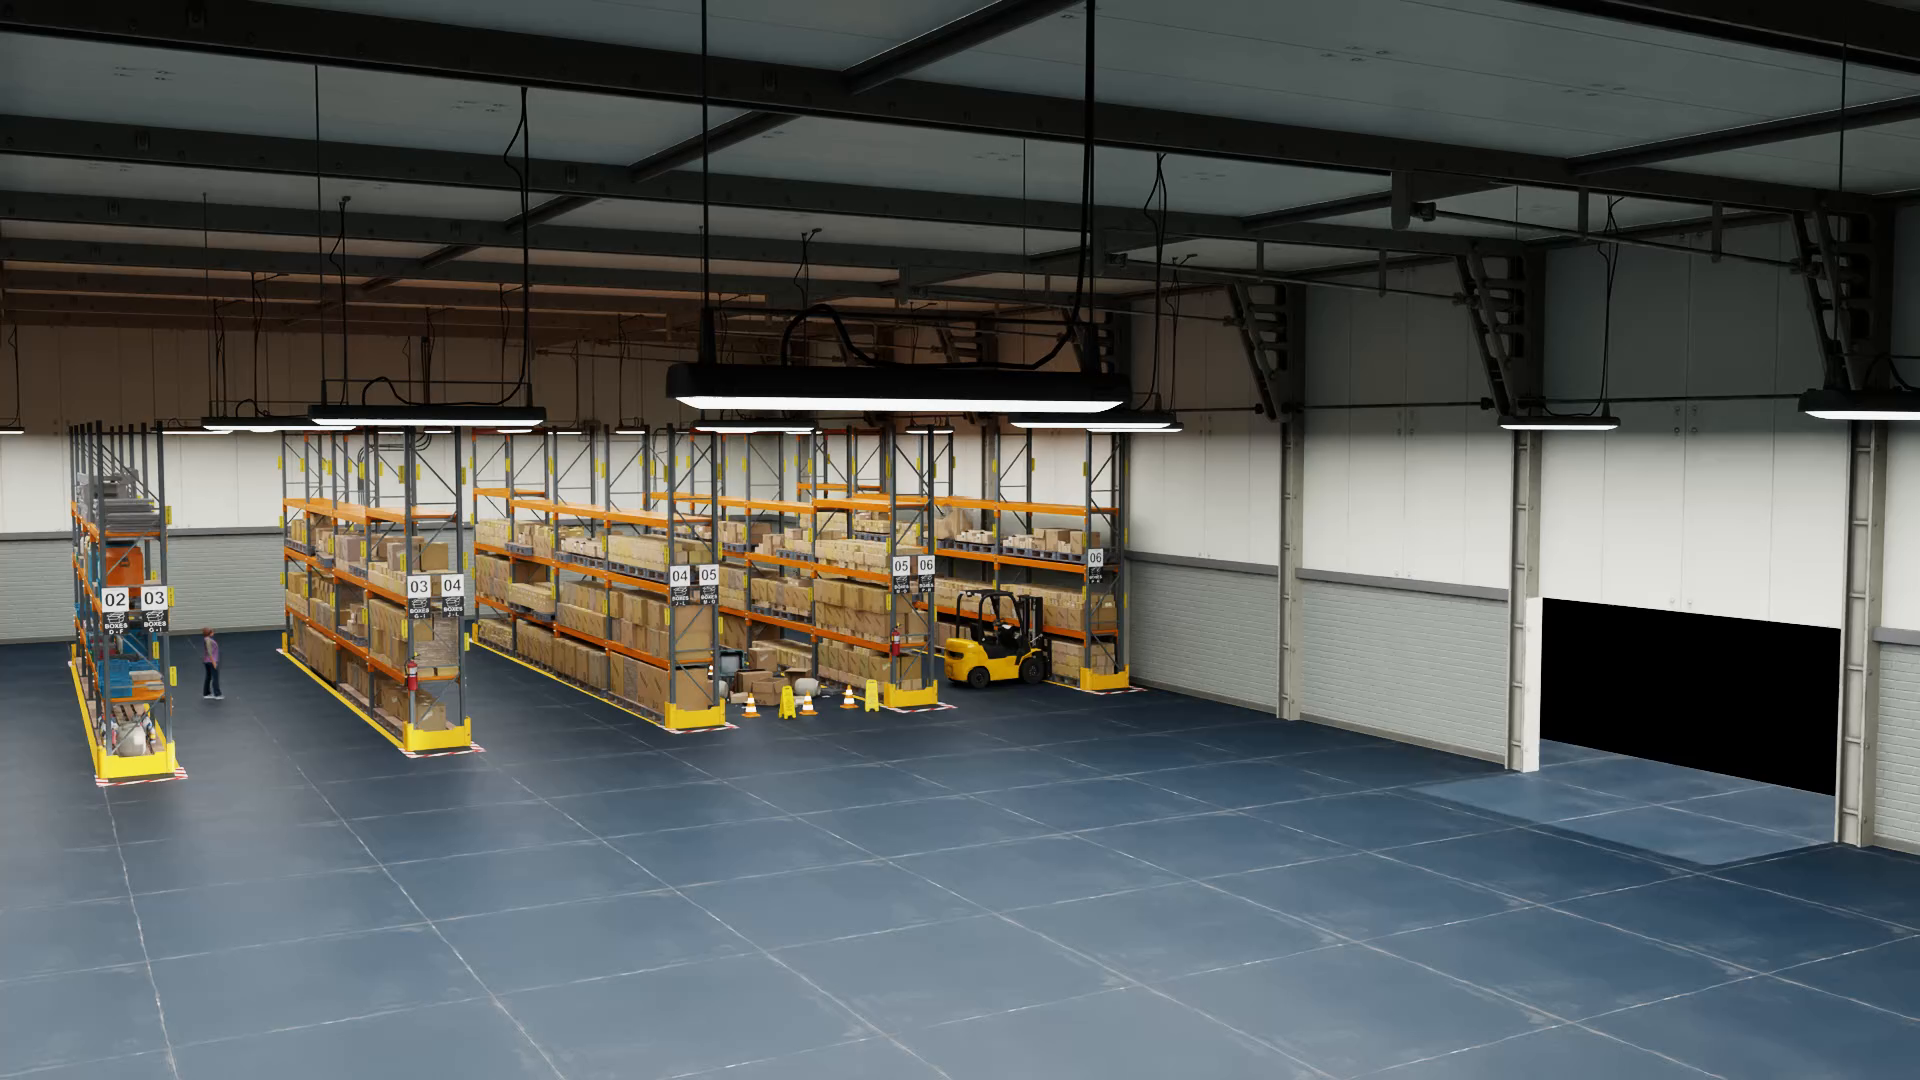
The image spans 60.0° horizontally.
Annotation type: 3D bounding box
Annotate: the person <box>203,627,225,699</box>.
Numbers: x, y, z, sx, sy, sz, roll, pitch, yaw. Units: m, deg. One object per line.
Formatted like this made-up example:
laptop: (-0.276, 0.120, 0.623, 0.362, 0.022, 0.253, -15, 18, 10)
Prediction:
person: (-16.280, 2.687, 36.275, 0.397, 1.578, 0.498, -3, 5, -42)

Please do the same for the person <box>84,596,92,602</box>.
person: (-22.628, 2.218, 43.361, 0.408, 1.659, 0.530, 3, 4, 37)
